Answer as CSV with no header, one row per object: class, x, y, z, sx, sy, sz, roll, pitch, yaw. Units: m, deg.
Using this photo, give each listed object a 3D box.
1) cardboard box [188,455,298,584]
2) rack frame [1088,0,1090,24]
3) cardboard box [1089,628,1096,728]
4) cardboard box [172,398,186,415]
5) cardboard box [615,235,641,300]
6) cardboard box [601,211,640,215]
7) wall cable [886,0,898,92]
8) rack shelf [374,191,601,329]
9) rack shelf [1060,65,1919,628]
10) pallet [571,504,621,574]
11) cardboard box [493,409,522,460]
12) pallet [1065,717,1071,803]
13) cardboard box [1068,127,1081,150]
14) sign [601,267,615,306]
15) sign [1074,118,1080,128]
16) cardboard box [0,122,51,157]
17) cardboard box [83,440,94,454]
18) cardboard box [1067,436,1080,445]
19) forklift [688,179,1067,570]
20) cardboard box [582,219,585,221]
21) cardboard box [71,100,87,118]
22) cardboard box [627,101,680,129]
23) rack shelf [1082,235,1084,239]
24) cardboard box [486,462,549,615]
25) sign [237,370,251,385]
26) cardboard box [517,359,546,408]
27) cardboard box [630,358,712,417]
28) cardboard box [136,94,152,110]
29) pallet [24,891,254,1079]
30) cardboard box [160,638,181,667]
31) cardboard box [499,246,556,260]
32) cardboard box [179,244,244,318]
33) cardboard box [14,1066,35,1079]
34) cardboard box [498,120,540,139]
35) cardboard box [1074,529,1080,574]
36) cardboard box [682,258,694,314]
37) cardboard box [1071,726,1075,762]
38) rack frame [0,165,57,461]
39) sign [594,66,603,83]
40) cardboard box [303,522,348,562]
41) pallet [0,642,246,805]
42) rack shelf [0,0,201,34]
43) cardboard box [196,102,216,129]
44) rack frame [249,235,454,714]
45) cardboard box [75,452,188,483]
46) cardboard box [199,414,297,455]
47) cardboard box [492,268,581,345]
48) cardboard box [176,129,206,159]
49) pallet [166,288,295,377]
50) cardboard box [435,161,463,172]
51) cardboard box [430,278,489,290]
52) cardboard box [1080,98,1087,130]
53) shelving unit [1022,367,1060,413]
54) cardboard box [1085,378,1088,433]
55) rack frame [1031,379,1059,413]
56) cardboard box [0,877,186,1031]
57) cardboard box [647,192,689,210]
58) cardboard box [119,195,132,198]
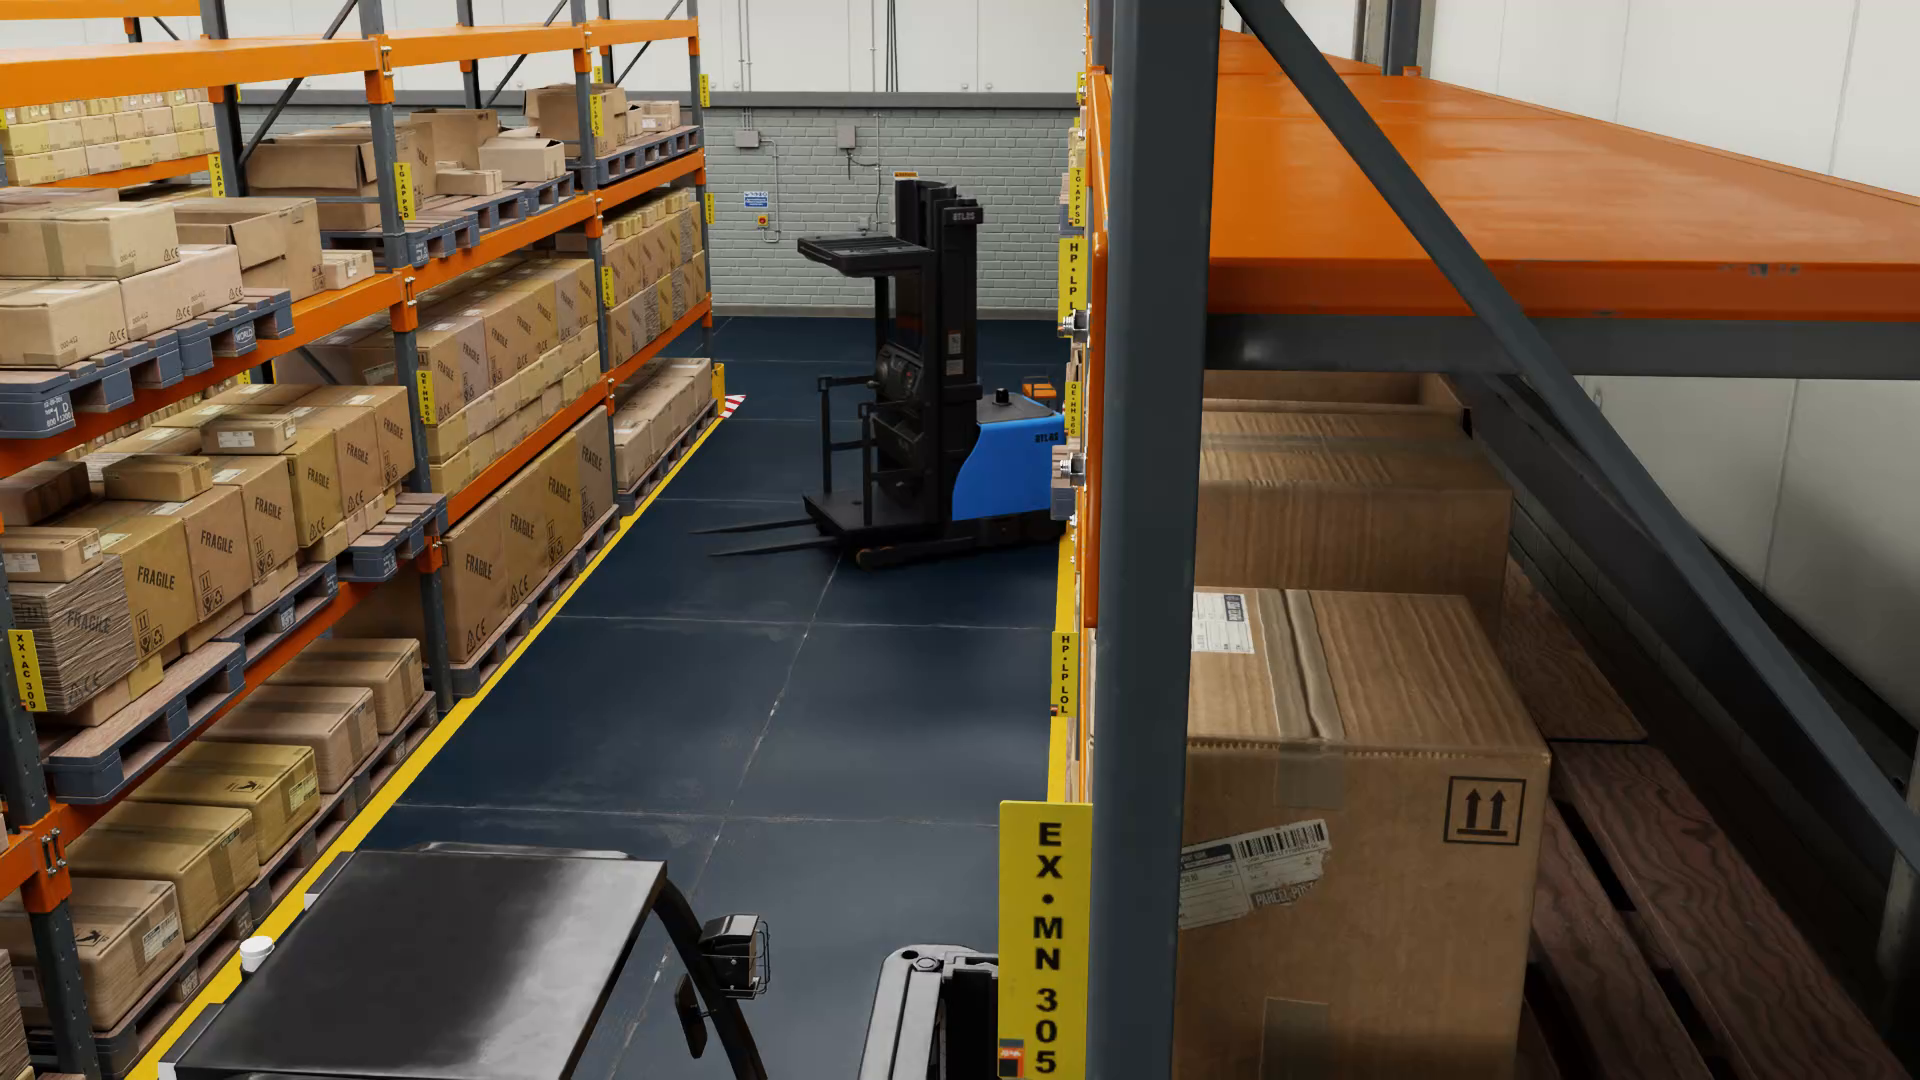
cardboard box,-3.604,-0.105,8.113,0.500,0.500,0.500,1,18,2
rack frame,1.490,-4.335,12.700,1.000,3.000,0.127,1,18,4
cardboard box,0.405,0.292,2.779,0.396,0.266,0.258,1,18,4
cardboard box,-7.968,-1.329,16.588,0.380,0.149,0.250,2,18,7
cardboard box,-3.143,-2.415,14.710,0.500,0.500,0.500,1,18,3
cardboard box,-3.138,-2.914,15.192,0.380,0.149,0.250,1,18,4
wall cable,0.479,-7.386,21.951,2.988,3.039,0.133,1,18,4
rack shelf,-3.604,-2.056,11.718,1.077,0.370,4.000,1,18,4
rack shelf,0.774,-0.697,3.395,1.077,0.370,4.000,1,18,4
pallet,-3.441,-0.027,13.666,1.003,0.211,1.213,1,18,4
cardboard box,-3.399,-0.749,11.632,0.500,0.250,0.500,2,18,6
pallet,1.106,1.339,9.499,1.003,0.211,1.213,1,18,4
cardboard box,1.032,-3.095,12.825,0.380,0.149,0.250,2,18,6
sign,-2.919,-2.097,13.773,0.100,0.325,0.005,1,18,4
sign,0.949,-3.165,13.116,0.100,0.325,0.005,1,18,4
cardboard box,-8.131,-3.408,14.128,0.500,0.250,0.500,2,18,6
cardboard box,-8.132,-0.845,15.110,0.380,0.149,0.250,1,18,4
cardboard box,0.956,-0.705,10.822,0.500,0.250,0.500,0,18,1
forklift,-0.676,-1.341,13.309,3.031,2.935,1.130,-8,20,-22
cardboard box,-3.601,-2.923,15.217,0.380,0.149,0.250,1,18,3
cardboard box,-8.066,-3.862,14.873,0.380,0.149,0.250,1,18,2
cardboard box,-3.116,-4.295,16.802,0.500,0.250,0.500,0,18,-1
rack shelf,1.347,-1.946,11.383,1.077,0.370,4.000,1,18,4
cardboard box,-3.547,-0.030,11.937,0.875,0.875,0.875,2,18,5
sign,-4.301,-0.913,10.031,0.100,0.325,0.005,1,18,4
cardboard box,-3.329,-1.141,12.027,0.500,0.250,0.500,2,18,5
cardboard box,-3.122,-1.610,17.461,0.875,0.438,0.875,1,18,2
cardboard box,-7.973,-4.189,15.871,0.380,0.149,0.250,2,18,5
pallet,-3.980,1.975,7.558,1.003,0.211,1.213,1,18,4
cardboard box,-3.709,0.479,7.372,0.380,0.149,0.250,2,18,7
cardboard box,-3.702,-2.269,14.263,0.500,0.500,0.500,1,18,3
cardboard box,-3.543,-1.149,7.363,0.500,0.250,0.500,1,18,3
cardboard box,-3.809,2.188,6.170,0.500,0.250,0.500,2,18,6
cardboard box,-3.734,-3.407,14.068,0.396,0.266,0.258,2,18,6
cardboard box,0.724,0.053,7.743,0.380,0.149,0.250,1,18,2
cardboard box,-2.996,-2.572,16.794,0.500,0.500,0.500,1,18,3
cardboard box,0.692,0.910,6.570,0.500,0.250,0.500,2,18,5
rack frame,-8.405,-1.672,14.210,1.000,3.000,0.127,1,18,4
sign,-3.727,-4.728,17.188,0.100,0.325,0.005,1,18,4
cardboard box,-3.488,0.004,8.823,0.380,0.149,0.250,2,18,5
pallet,-3.834,0.748,7.130,1.003,0.211,1.213,1,18,4
rack shelf,-8.262,-4.801,15.284,1.077,0.370,4.000,1,18,4
cardboard box,-7.898,-4.358,17.026,0.500,0.250,0.500,1,18,2
rack frame,-3.747,-0.351,10.177,1.000,3.000,0.127,1,18,4
cardboard box,-4.116,-0.123,8.167,0.500,0.500,0.500,1,18,2
cardboard box,-3.583,-0.533,8.379,0.380,0.149,0.250,0,18,1
cardboard box,-3.272,-1.811,12.866,0.500,0.500,0.500,2,18,5
cardboard box,-7.917,-3.963,16.624,0.500,0.250,0.500,1,18,4
pallet,-3.812,-0.956,7.509,1.213,0.211,1.003,1,18,4
cardboard box,-3.901,-2.722,12.297,0.380,0.166,0.250,0,18,0
cardboard box,-3.826,-1.671,12.440,0.500,0.500,0.500,1,18,3
cardboard box,1.121,-3.289,12.752,0.396,0.266,0.258,1,18,3
shelving unit,0.704,-0.881,14.684,0.258,1.200,0.503,-2,18,-7
cardboard box,0.582,-0.420,5.137,0.380,0.149,0.250,2,18,5
rack frame,0.734,-0.805,14.454,0.240,1.200,0.015,-2,18,-7
cardboard box,-3.999,1.778,7.227,0.950,0.372,0.625,2,18,5
cardboard box,-2.929,-3.389,16.641,0.380,0.149,0.250,1,18,3
cardboard box,-8.505,-3.127,16.406,0.500,0.500,0.500,1,18,3
